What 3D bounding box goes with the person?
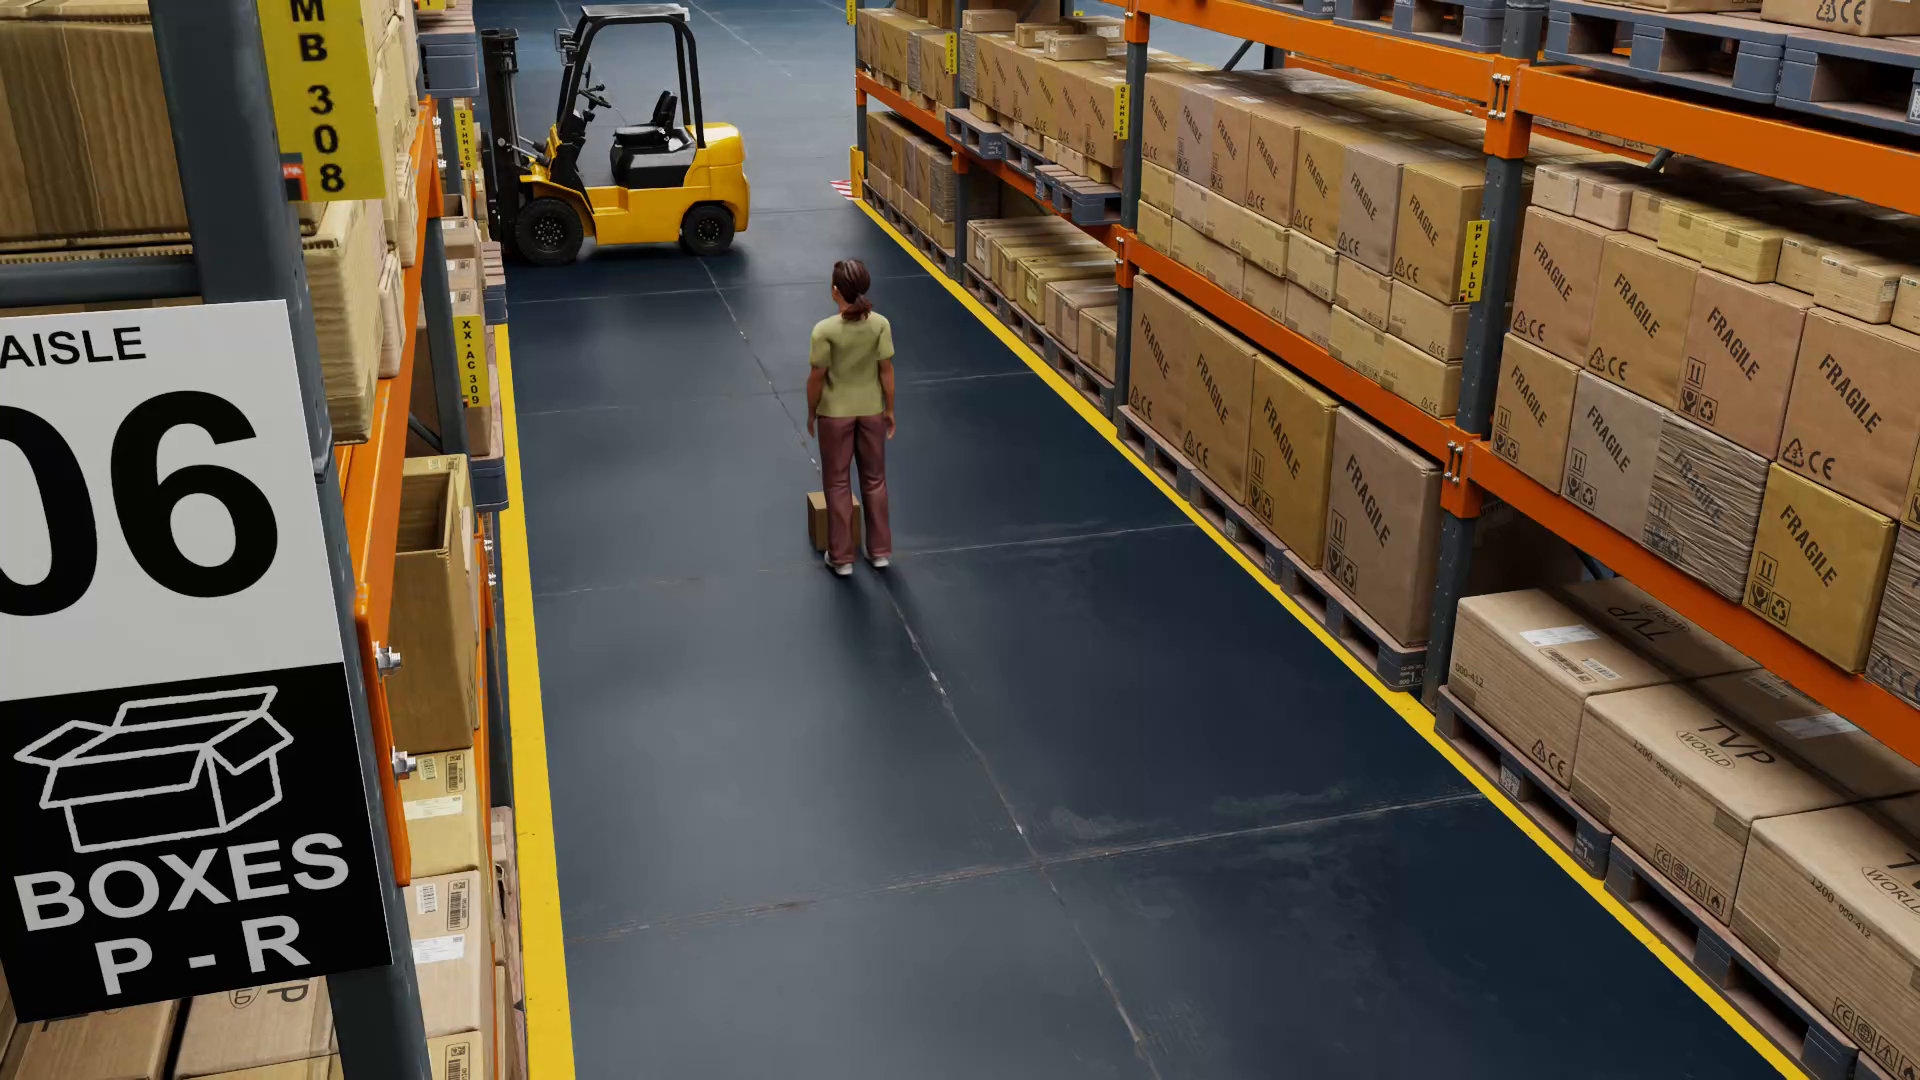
[{"bbox_3d":[-0.563,-0.620,8.502,0.461,1.683,0.439,-8,24,-19],"label":"person"}]
